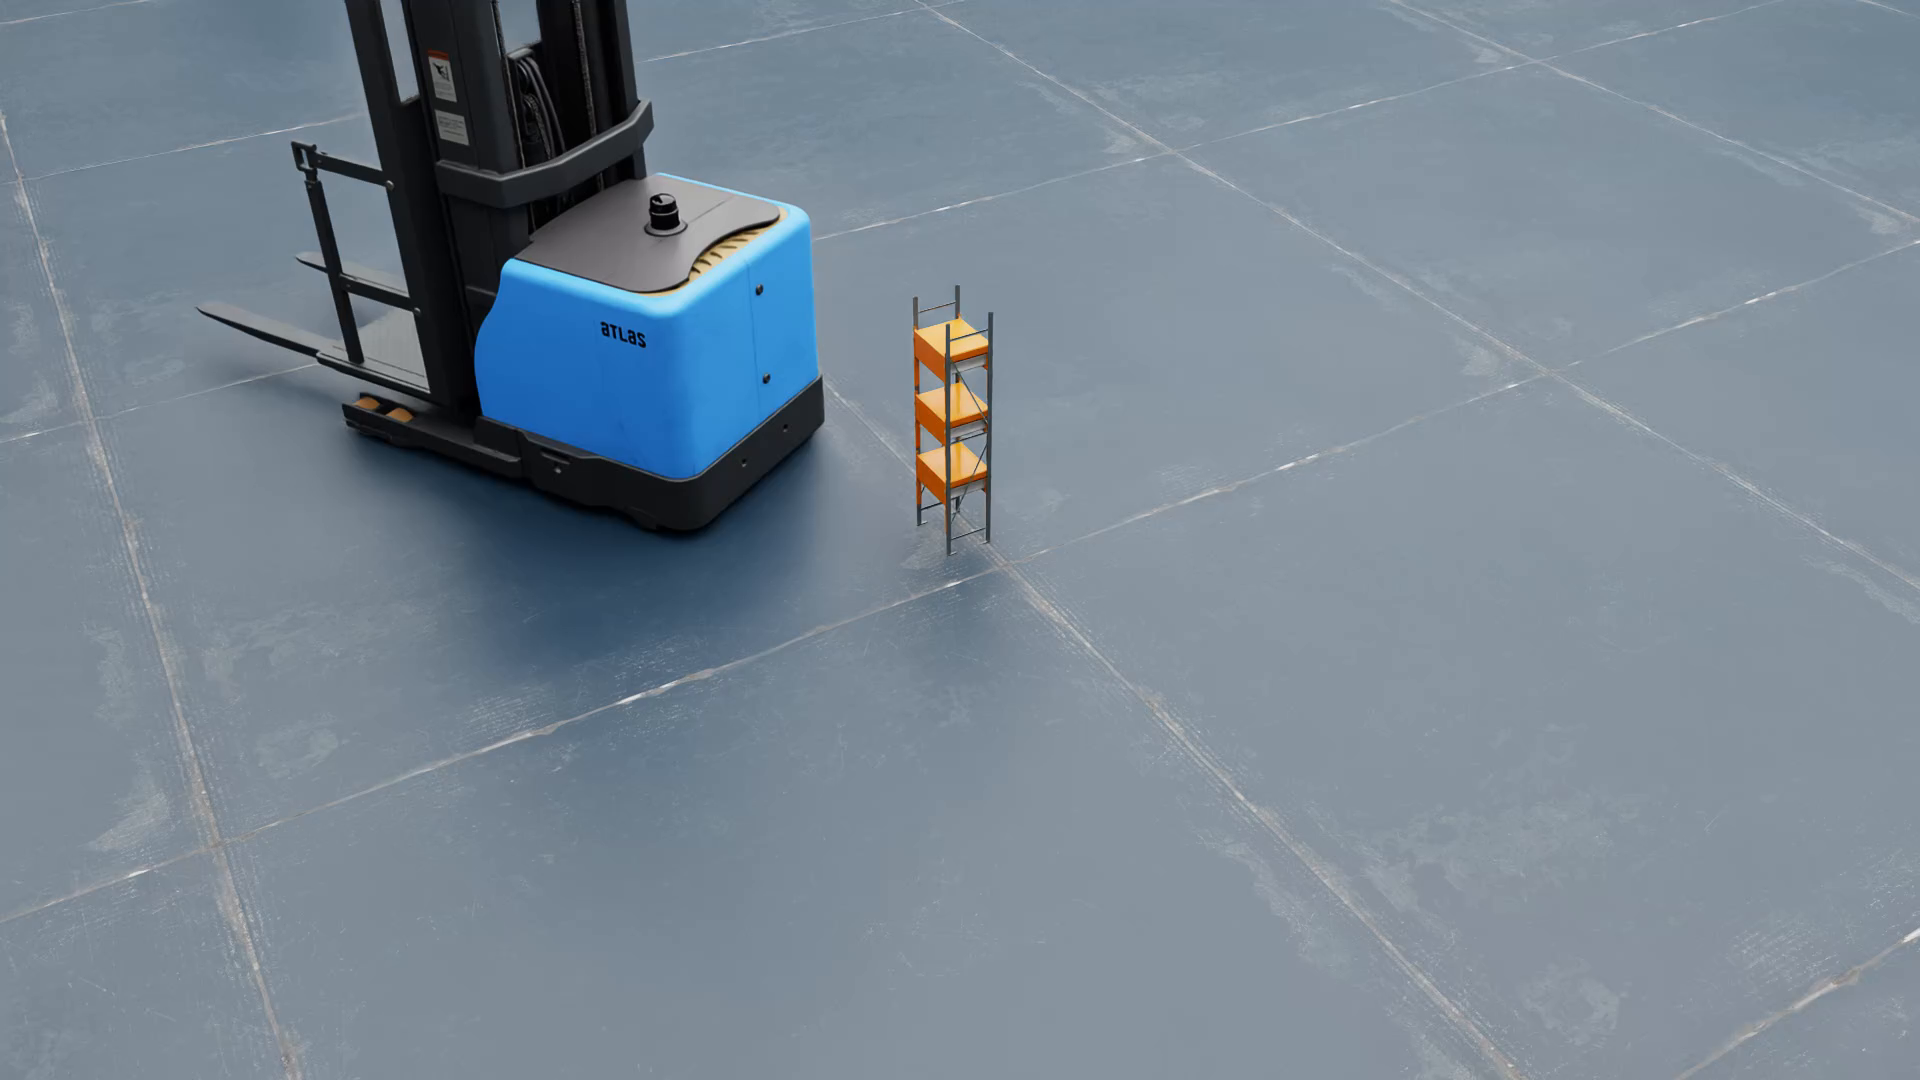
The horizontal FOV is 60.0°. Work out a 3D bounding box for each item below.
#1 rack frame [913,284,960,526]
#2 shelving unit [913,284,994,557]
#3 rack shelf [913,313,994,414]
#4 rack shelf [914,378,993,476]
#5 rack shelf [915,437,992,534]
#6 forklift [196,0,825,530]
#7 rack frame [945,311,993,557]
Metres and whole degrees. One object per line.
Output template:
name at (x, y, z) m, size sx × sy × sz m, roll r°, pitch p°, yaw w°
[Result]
rack frame at (-0.088, -0.513, 6.563) m, size 0.200 × 1.050 × 0.008 m, roll -19°, pitch 40°, yaw -24°
shelving unit at (-0.027, -0.451, 6.478) m, size 0.215 × 1.050 × 0.252 m, roll -19°, pitch 40°, yaw -24°
rack shelf at (-0.027, -0.672, 6.317) m, size 0.215 × 0.259 × 0.240 m, roll -19°, pitch 40°, yaw -24°
rack shelf at (-0.027, -0.443, 6.484) m, size 0.215 × 0.259 × 0.240 m, roll -19°, pitch 40°, yaw -24°
rack shelf at (-0.027, -0.218, 6.648) m, size 0.215 × 0.259 × 0.240 m, roll -19°, pitch 40°, yaw -24°
forklift at (-2.138, -1.845, 6.791) m, size 3.031 × 2.935 × 1.130 m, roll 18°, pitch 40°, yaw 23°
rack frame at (0.034, -0.389, 6.393) m, size 0.200 × 1.050 × 0.008 m, roll -19°, pitch 40°, yaw -24°
